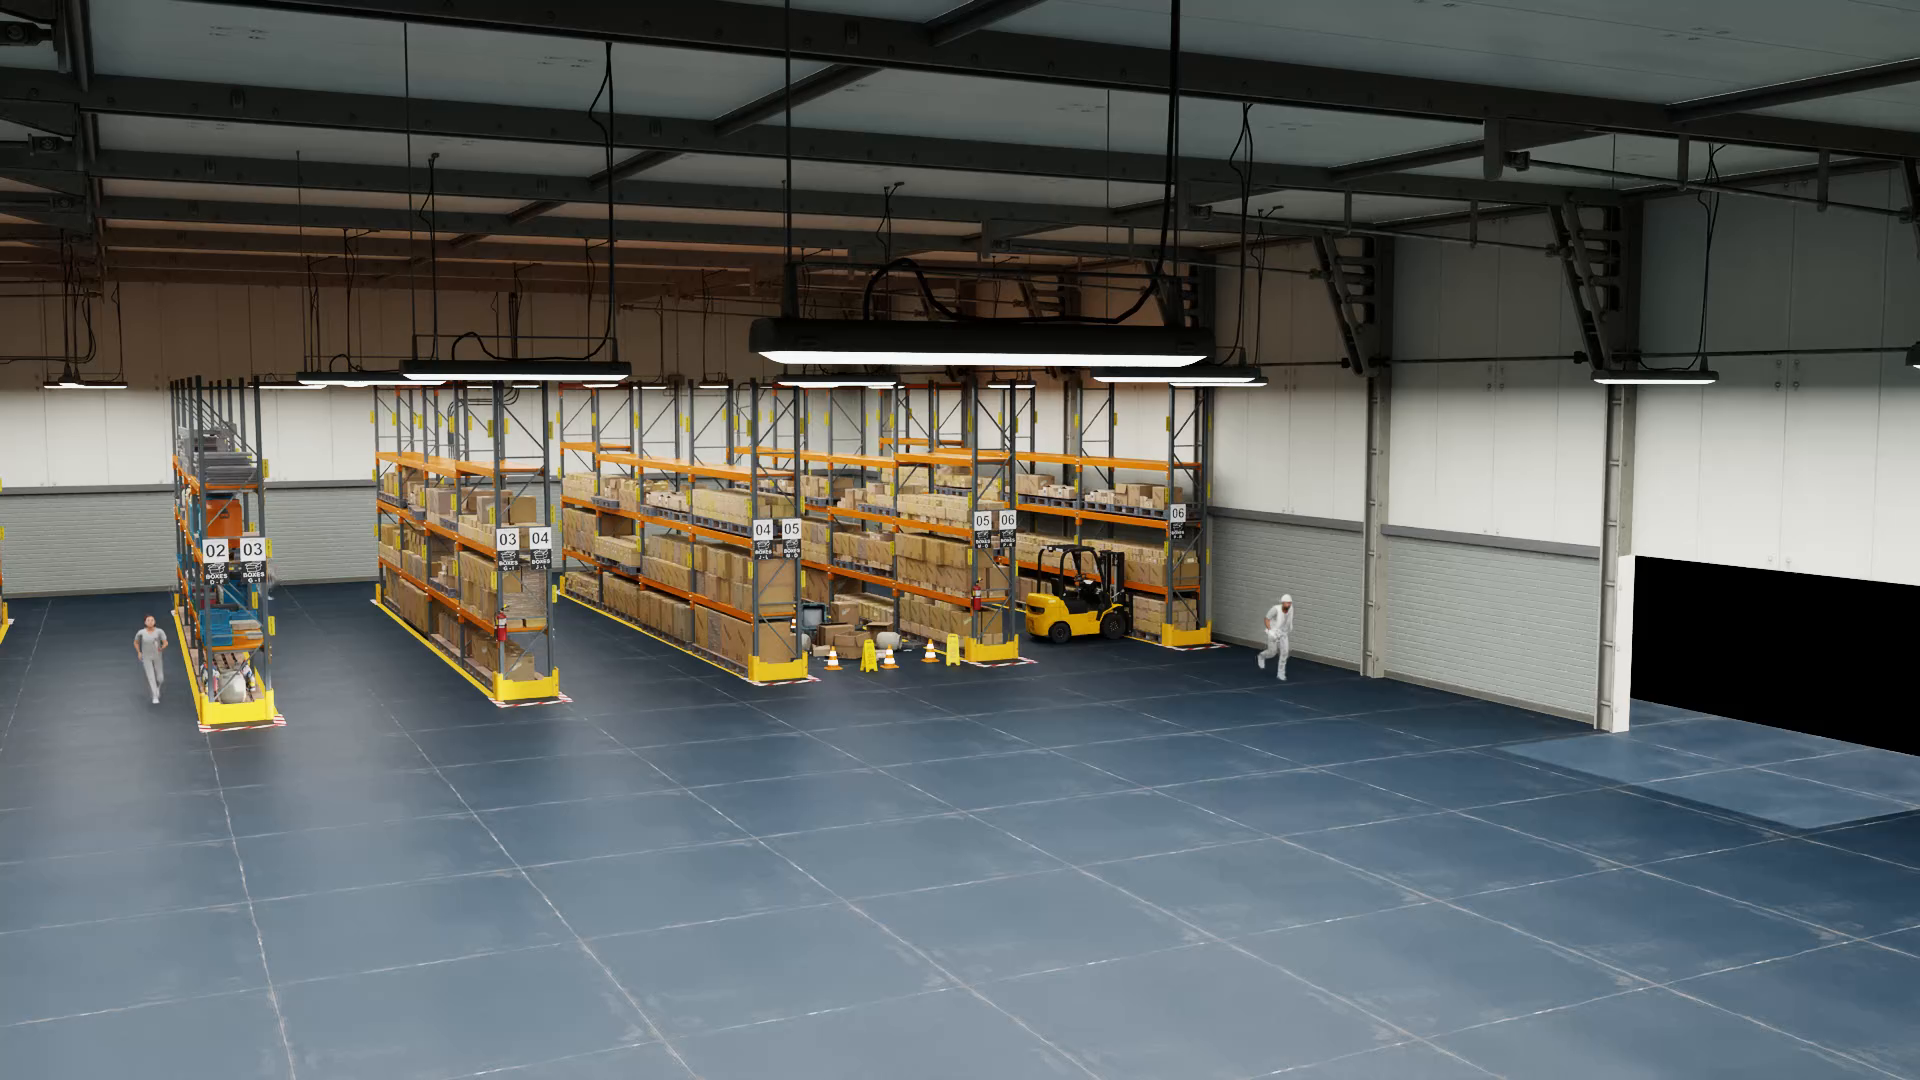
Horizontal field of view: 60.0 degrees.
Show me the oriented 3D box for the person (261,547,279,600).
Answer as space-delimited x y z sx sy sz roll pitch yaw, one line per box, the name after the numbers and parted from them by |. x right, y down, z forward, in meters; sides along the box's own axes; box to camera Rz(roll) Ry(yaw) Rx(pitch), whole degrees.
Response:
-19.082 0.873 45.959 0.476 1.551 0.573 -2 5 -22 | person

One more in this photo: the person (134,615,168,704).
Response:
-14.913 2.179 30.671 0.563 1.632 0.697 -3 6 -28 | person

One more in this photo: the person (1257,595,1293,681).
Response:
6.342 1.921 33.420 0.694 1.726 1.003 -3 6 -31 | person
